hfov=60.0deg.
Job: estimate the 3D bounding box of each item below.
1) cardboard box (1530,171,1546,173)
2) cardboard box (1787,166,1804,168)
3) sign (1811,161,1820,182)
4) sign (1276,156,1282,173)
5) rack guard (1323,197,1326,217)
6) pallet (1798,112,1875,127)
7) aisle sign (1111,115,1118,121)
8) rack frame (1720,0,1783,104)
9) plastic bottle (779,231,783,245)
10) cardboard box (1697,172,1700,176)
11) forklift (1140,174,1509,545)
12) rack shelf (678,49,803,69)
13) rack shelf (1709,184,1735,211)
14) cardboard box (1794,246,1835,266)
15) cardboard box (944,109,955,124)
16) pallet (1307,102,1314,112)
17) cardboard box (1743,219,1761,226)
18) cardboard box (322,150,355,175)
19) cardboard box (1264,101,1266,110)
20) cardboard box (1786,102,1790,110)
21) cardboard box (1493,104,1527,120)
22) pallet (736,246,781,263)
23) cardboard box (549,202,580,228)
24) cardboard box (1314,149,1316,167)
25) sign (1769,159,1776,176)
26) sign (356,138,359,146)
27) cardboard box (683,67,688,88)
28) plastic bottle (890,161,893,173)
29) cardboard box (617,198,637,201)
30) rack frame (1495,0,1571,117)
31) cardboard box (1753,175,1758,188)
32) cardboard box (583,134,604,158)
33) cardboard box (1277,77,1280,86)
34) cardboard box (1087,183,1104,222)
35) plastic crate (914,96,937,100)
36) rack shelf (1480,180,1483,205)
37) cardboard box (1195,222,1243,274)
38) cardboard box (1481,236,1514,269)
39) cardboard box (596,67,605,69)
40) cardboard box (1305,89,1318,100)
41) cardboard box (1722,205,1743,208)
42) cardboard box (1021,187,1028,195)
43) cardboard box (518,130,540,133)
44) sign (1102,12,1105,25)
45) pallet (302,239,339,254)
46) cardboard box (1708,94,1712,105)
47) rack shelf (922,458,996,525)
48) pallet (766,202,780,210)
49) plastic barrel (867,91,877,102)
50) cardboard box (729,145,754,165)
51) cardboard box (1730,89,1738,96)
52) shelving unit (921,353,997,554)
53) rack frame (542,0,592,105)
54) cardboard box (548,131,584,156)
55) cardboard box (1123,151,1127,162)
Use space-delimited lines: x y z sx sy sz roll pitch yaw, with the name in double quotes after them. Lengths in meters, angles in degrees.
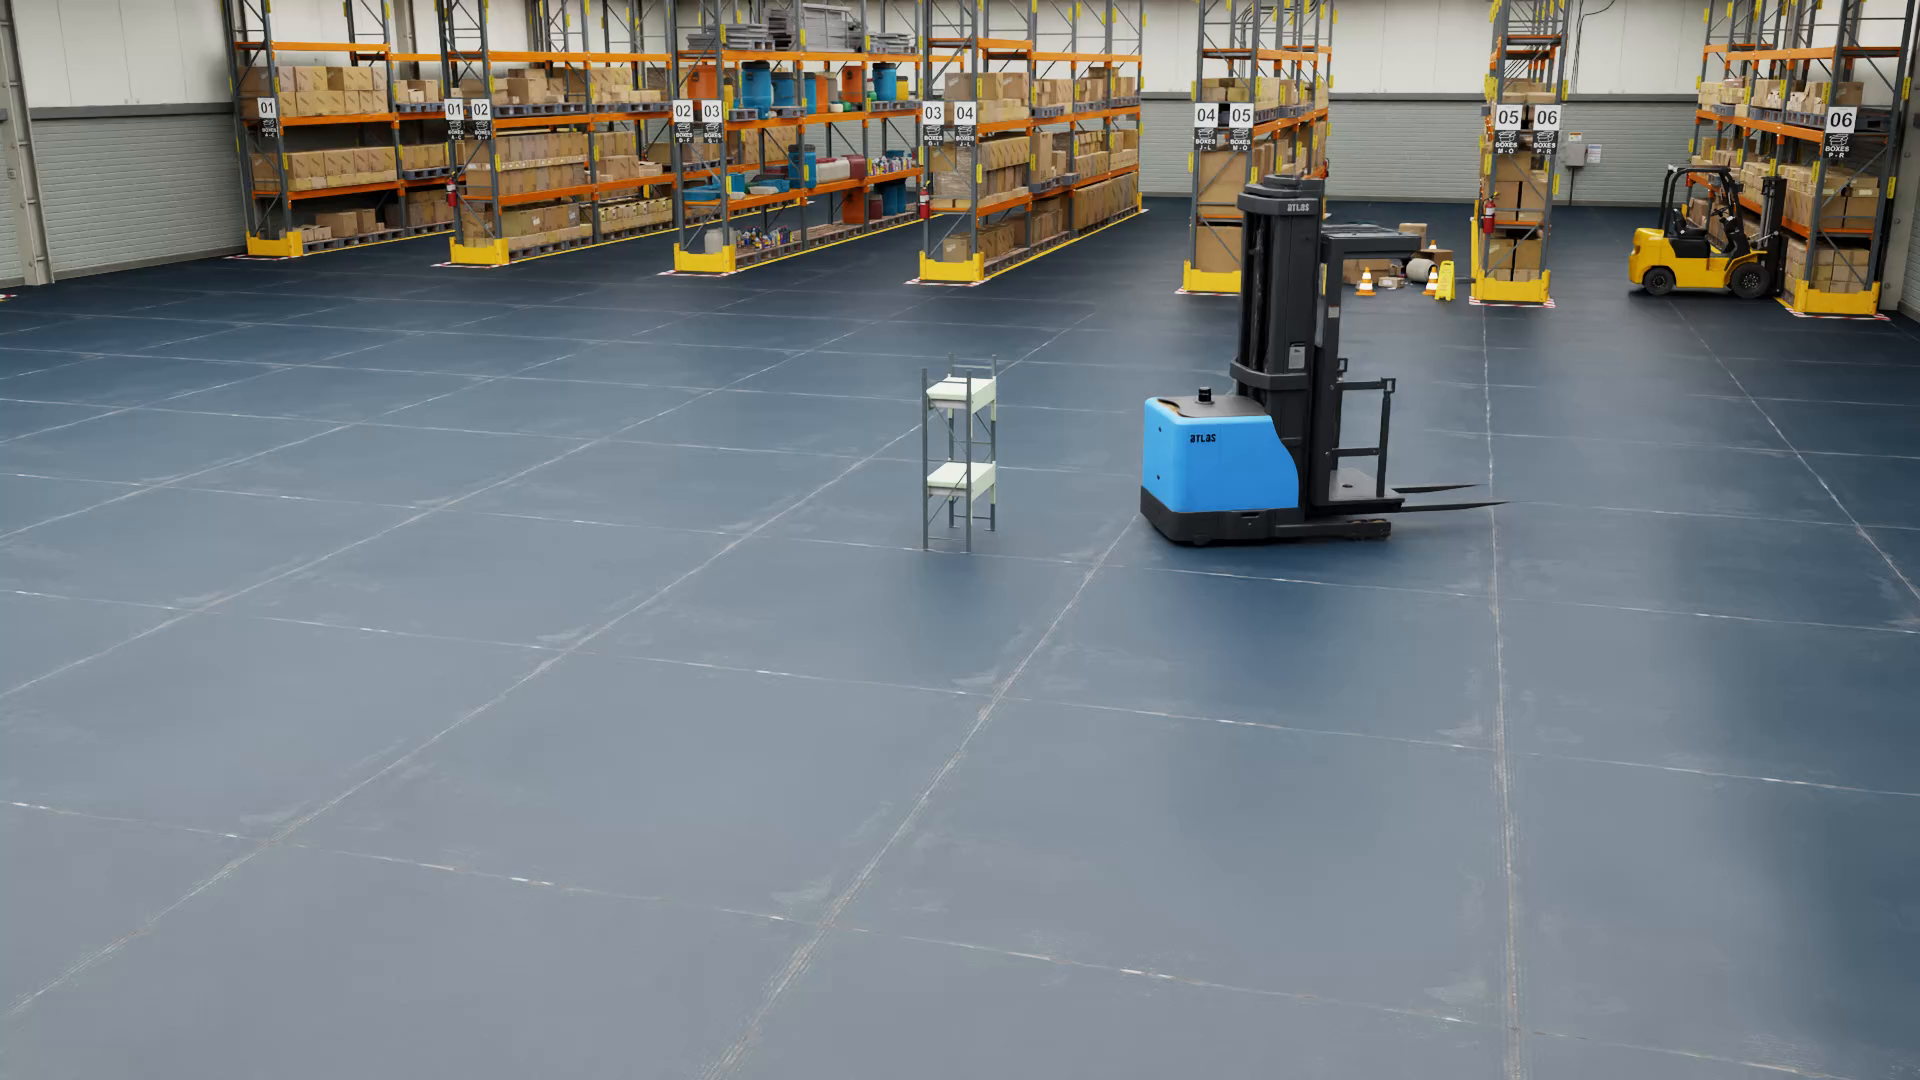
10.434 -6.474 30.430 0.500 0.500 0.500 5 17 18 "cardboard box"
14.875 -6.536 29.458 0.380 0.149 0.250 5 17 17 "cardboard box"
13.568 -5.840 26.366 0.100 0.325 0.005 5 16 16 "sign"
6.219 -7.323 32.419 0.100 0.325 0.005 5 16 16 "sign"
9.075 -8.828 44.038 1.175 0.500 0.348 5 16 16 "rack guard"
14.655 -7.027 27.772 1.003 0.211 1.213 5 16 16 "pallet"
4.103 -11.755 45.010 0.394 0.787 0.004 5 16 16 "aisle sign"
17.495 -11.149 36.645 1.000 3.000 0.127 5 16 16 "rack frame"
-3.757 -6.324 34.801 0.061 0.283 0.133 6 17 20 "plastic bottle"
17.861 -8.791 39.785 0.380 0.149 0.250 4 16 14 "cardboard box"
3.128 -1.539 13.883 3.031 2.935 1.130 -3 16 -10 "forklift"
-4.357 -9.531 32.991 1.077 0.370 4.000 5 16 16 "rack shelf"
16.926 -7.394 35.717 1.077 0.370 4.000 5 16 16 "rack shelf"
13.916 -4.628 27.087 0.500 0.250 0.500 5 17 18 "cardboard box"
-0.284 -7.793 30.584 0.500 0.250 0.500 5 17 17 "cardboard box"
7.682 -10.204 39.154 1.213 0.211 1.003 5 16 16 "pallet"
16.168 -6.114 33.470 0.875 0.625 0.625 5 17 18 "cardboard box"
-13.562 -8.227 36.202 0.500 0.500 0.500 5 17 18 "cardboard box"
5.313 -7.832 29.956 0.380 0.149 0.250 5 16 15 "cardboard box"
14.802 -7.648 29.308 0.380 0.149 0.250 5 17 17 "cardboard box"
9.211 -7.176 27.865 0.500 0.250 0.500 4 16 15 "cardboard box"
-4.365 -5.872 34.146 1.003 0.211 1.213 5 16 16 "pallet"
-8.613 -7.063 36.130 0.500 0.500 0.500 5 16 16 "cardboard box"
8.476 -9.435 40.870 0.500 0.500 0.500 5 16 16 "cardboard box"
14.698 -6.728 30.077 0.100 0.325 0.005 5 16 16 "sign"
-13.821 -9.074 38.201 0.100 0.325 0.005 5 16 16 "sign"
-6.981 -11.491 41.331 0.500 0.500 0.500 5 16 16 "cardboard box"
-1.691 -9.228 41.079 0.061 0.283 0.133 5 16 16 "plastic bottle"
-7.972 -8.035 39.901 0.500 0.311 0.500 4 16 14 "cardboard box"
9.324 -8.393 26.930 1.000 3.000 0.127 5 16 16 "rack frame"
15.567 -6.886 31.967 0.500 0.250 0.500 5 17 17 "cardboard box"
-10.632 -11.043 46.716 0.980 0.700 0.700 4 16 14 "cardboard box"
5.888 -8.747 31.719 0.380 0.149 0.250 4 16 15 "cardboard box"
2.817 -8.192 40.339 1.225 0.875 0.875 4 16 14 "cardboard box"
-0.900 -11.483 43.560 0.497 0.269 0.590 5 16 16 "plastic crate"
12.166 -7.777 37.071 1.077 0.370 4.000 5 16 16 "rack shelf"
4.679 -5.227 29.885 0.875 0.875 0.875 5 17 16 "cardboard box"
9.302 -4.977 28.775 0.500 0.500 0.500 5 17 16 "cardboard box"
-10.267 -12.979 46.541 0.500 0.500 0.500 5 17 16 "cardboard box"
8.327 -10.723 39.999 0.500 0.250 0.500 5 17 18 "cardboard box"
17.006 -7.282 36.628 0.380 0.149 0.250 4 16 15 "cardboard box"
1.180 -7.122 33.903 0.380 0.149 0.250 5 16 16 "cardboard box"
-11.345 -10.587 43.520 0.500 0.250 0.500 4 16 15 "cardboard box"
3.840 -13.918 44.406 0.100 0.325 0.005 5 16 16 "sign"
-14.138 -6.316 35.711 1.003 0.211 1.213 5 16 16 "pallet"
17.836 -10.324 38.963 0.500 0.250 0.500 4 16 15 "cardboard box"
-0.002 -0.406 13.708 0.431 0.370 0.720 5 16 16 "rack shelf"
-5.723 -9.343 46.381 1.003 0.211 1.213 5 16 16 "pallet"
-2.131 -10.583 39.661 0.294 0.245 0.294 0 16 0 "plastic barrel"
-5.858 -10.345 44.621 0.500 0.500 0.500 5 17 17 "cardboard box"
16.608 -9.527 35.385 0.380 0.149 0.250 5 17 16 "cardboard box"
-0.002 -0.720 13.619 0.431 1.500 0.755 5 16 16 "shelving unit"
-8.537 -10.978 36.041 1.000 3.000 0.127 5 16 16 "rack frame"
-8.657 -8.647 36.258 0.700 0.500 0.500 5 17 16 "cardboard box"
4.053 -9.983 43.258 0.500 0.250 0.500 5 16 16 "cardboard box"
